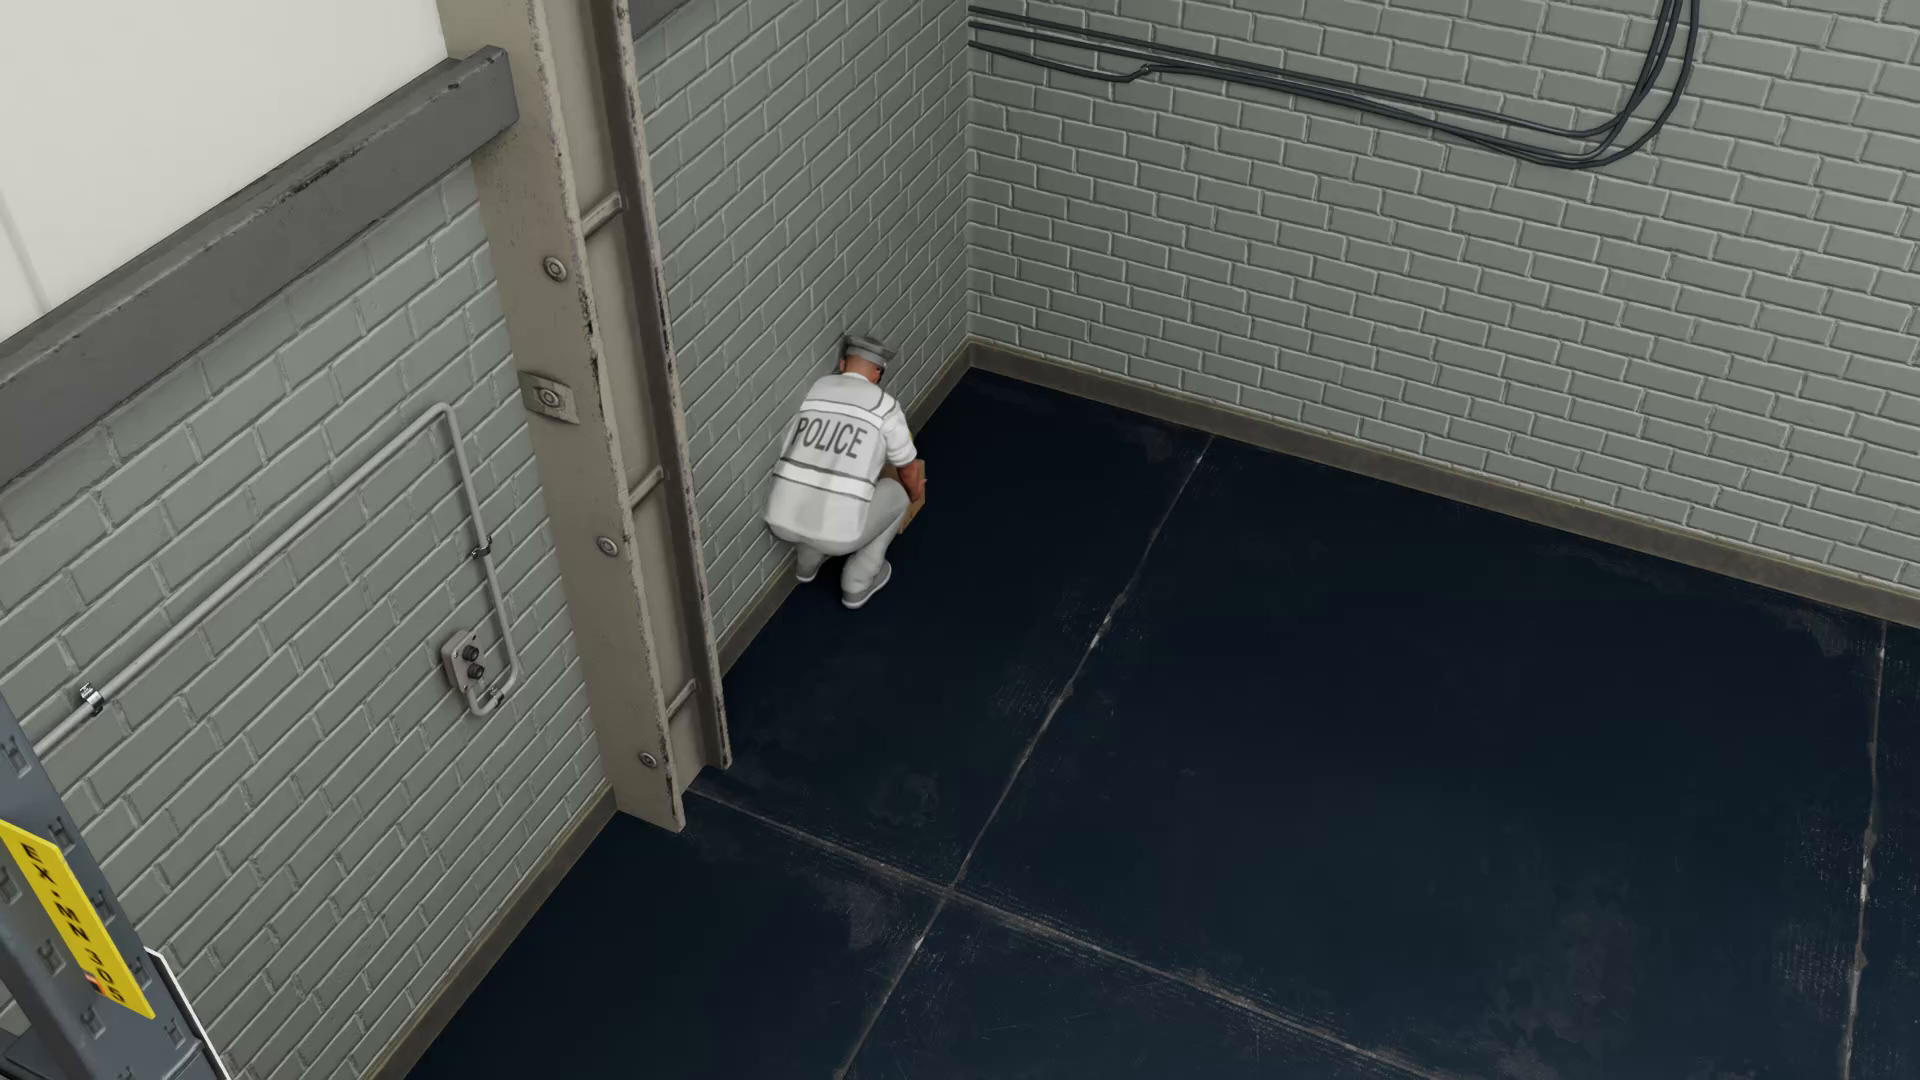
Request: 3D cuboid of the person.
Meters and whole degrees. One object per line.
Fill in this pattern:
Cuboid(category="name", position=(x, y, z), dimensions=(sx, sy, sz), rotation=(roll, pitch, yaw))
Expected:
Cuboid(category="person", position=(-0.500, -0.286, 7.066), dimensions=(0.565, 0.973, 0.950), rotation=(17, 45, 18))
